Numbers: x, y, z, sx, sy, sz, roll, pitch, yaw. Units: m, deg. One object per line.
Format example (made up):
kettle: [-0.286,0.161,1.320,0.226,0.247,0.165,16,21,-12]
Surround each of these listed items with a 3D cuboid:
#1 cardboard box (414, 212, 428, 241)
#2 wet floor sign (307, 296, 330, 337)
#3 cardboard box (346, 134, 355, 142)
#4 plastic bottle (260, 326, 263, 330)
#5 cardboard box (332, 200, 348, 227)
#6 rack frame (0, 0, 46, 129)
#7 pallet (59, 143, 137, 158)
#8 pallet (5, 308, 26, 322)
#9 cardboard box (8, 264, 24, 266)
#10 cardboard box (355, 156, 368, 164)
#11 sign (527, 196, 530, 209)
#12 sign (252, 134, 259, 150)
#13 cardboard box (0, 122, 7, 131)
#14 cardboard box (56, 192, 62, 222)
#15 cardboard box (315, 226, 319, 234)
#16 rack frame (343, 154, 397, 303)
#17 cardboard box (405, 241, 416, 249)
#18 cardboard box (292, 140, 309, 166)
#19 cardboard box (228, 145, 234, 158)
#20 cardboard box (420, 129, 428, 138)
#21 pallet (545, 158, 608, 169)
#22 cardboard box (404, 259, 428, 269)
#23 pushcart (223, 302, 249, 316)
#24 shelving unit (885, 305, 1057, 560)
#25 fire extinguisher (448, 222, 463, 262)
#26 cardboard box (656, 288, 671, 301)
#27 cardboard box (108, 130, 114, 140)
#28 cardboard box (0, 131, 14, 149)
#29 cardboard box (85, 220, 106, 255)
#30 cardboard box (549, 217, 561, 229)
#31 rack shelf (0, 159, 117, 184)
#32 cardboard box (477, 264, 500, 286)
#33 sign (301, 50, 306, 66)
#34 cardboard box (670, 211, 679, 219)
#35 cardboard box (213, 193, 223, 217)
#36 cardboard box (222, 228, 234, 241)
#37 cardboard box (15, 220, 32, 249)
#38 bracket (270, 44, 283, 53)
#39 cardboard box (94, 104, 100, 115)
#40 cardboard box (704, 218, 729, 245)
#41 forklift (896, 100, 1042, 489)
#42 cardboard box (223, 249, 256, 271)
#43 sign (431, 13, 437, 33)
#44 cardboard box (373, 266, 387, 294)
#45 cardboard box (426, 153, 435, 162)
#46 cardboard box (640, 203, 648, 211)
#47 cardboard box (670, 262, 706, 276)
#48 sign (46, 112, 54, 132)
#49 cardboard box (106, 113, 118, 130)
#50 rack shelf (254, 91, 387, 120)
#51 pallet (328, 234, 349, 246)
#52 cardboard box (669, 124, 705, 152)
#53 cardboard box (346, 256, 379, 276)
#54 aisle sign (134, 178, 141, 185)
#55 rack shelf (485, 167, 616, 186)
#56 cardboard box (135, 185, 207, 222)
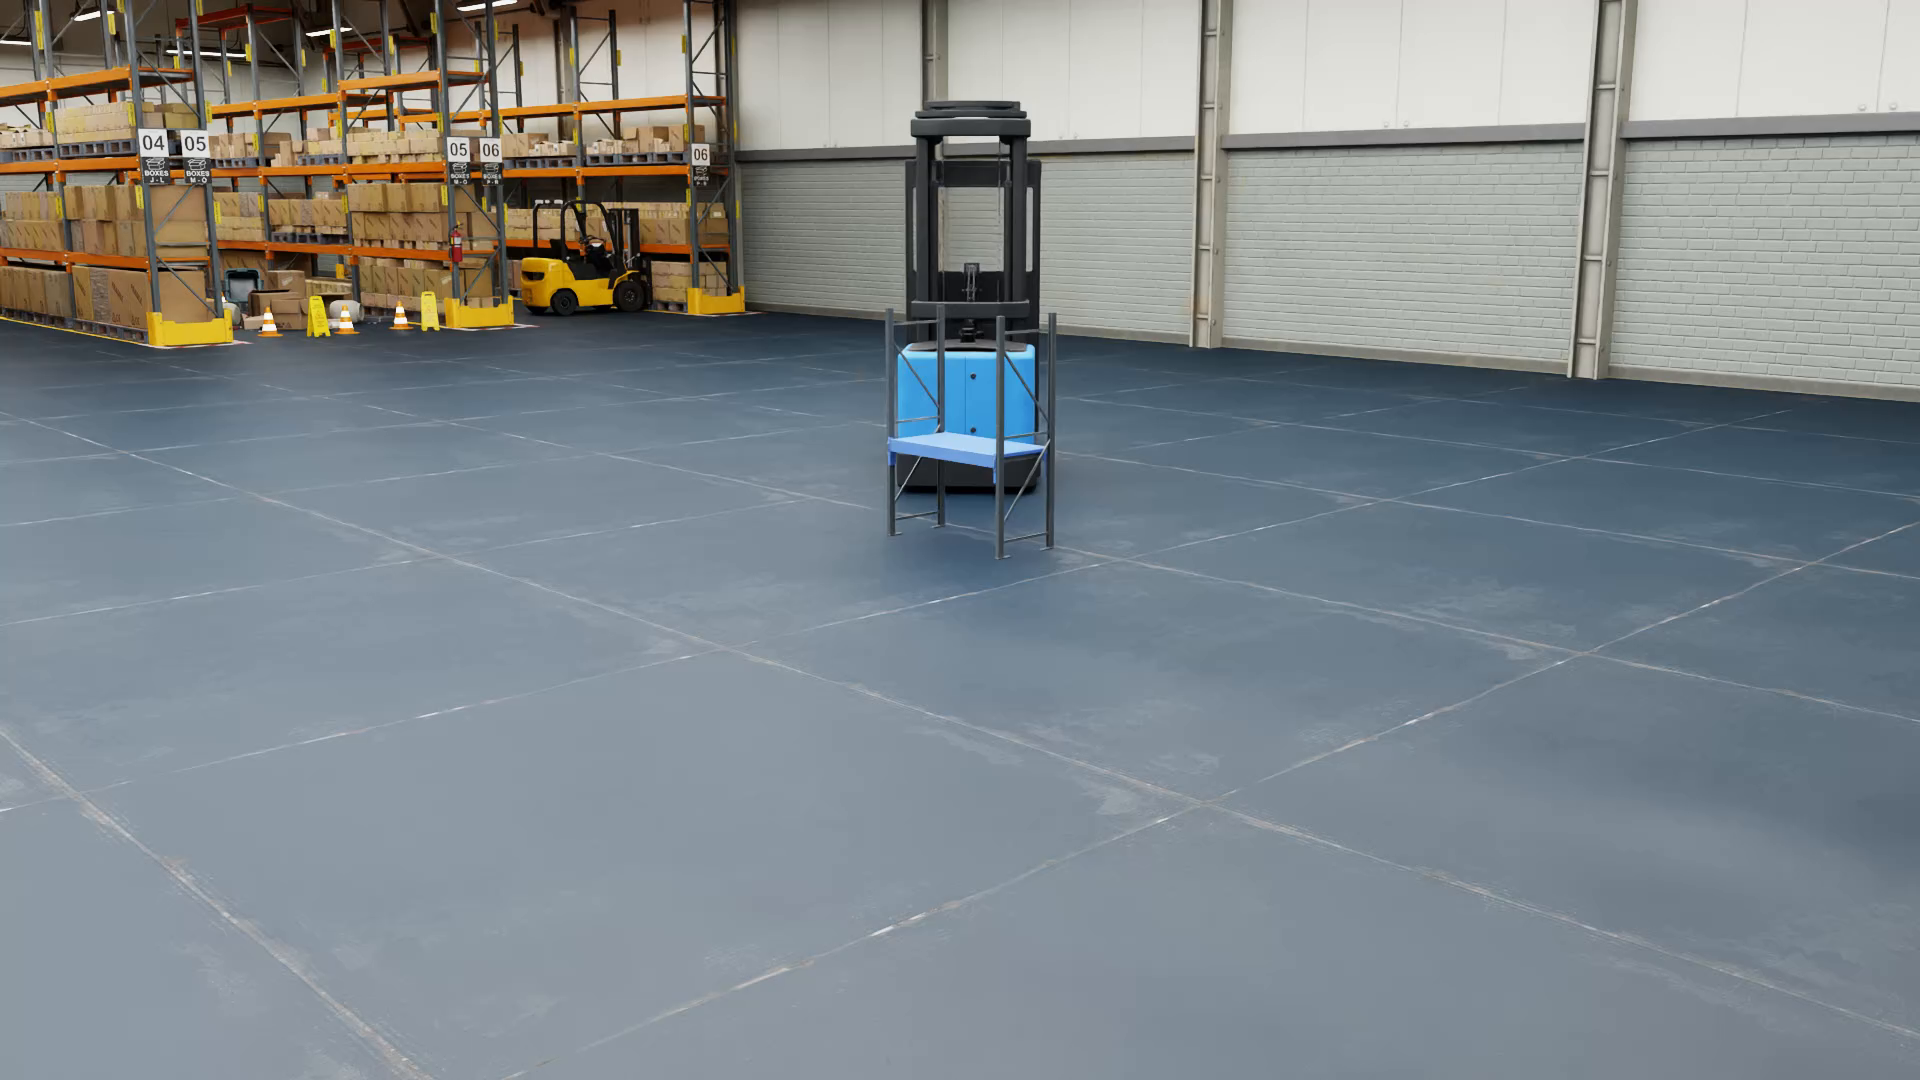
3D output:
cardboard box: [-9.261,-5.519,29.283,0.500,0.500,0.500,-11,16,-42]
wet floor sign: [-10.403,-3.624,26.904,0.232,0.644,0.267,8,14,35]
cardboard box: [-11.126,-7.439,30.799,0.380,0.149,0.250,-11,16,-44]
plastic bottle: [-11.775,-3.594,28.203,0.283,0.061,0.133,6,13,26]
cardboard box: [-11.592,-6.230,31.690,0.500,0.500,0.500,-11,16,-44]
rack frame: [-17.380,-8.612,30.409,1.000,3.000,0.127,-11,16,-43]
pallet: [-14.060,-6.394,27.301,1.003,0.211,1.213,-11,16,-43]
pallet: [-16.890,-4.182,30.687,1.003,0.211,1.213,-11,16,-43]
cardboard box: [-18.042,-5.085,31.456,0.500,0.250,0.500,11,16,44]
cardboard box: [-10.931,-7.014,30.712,0.380,0.149,0.250,-11,16,-42]
sign: [-9.883,-7.715,38.055,0.100,0.325,0.005,-11,16,-43]
sign: [-14.276,-8.063,33.702,0.100,0.325,0.005,-11,16,-43]
cardboard box: [-17.847,-7.589,30.736,0.396,0.266,0.258,-11,16,-43]
cardboard box: [-14.965,-5.700,28.418,0.700,0.500,0.500,-11,16,-44]
cardboard box: [-12.356,-6.064,32.494,0.380,0.149,0.250,-11,16,-43]
rack frame: [-11.107,-5.794,31.601,1.000,3.000,0.127,-11,16,-43]
cardboard box: [-9.692,-5.289,29.772,0.380,0.149,0.250,-11,16,-43]
cardboard box: [-12.795,-7.679,33.060,0.797,0.503,0.637,-11,16,-43]
cardboard box: [-15.074,-8.139,34.842,0.258,0.266,0.396,11,16,44]
cardboard box: [-9.132,-7.033,28.826,0.380,0.149,0.250,-11,16,-43]
pallet: [-8.138,-7.989,35.294,1.217,0.209,0.805,11,16,43]
cardboard box: [-9.741,-4.955,29.835,0.380,0.149,0.250,-10,15,-40]
pushcart: [-12.722,-4.185,30.288,0.936,0.377,1.648,6,13,26]
shelving unit: [0.059,-0.722,10.700,0.538,1.500,1.048,-11,16,-43]
fire extinguisher: [-8.599,-5.091,28.382,0.296,0.674,0.183,-11,16,-43]
cardboard box: [-5.647,-4.860,32.840,0.500,0.250,0.500,-11,16,-43]
cardboard box: [-12.855,-6.219,25.564,0.380,0.149,0.250,-11,16,-42]
cardboard box: [-17.039,-7.217,30.007,0.500,0.311,0.500,-11,16,-42]
cardboard box: [-13.670,-4.938,27.076,0.875,0.550,0.550,-11,16,-43]
cardboard box: [-8.404,-6.768,35.460,0.500,0.250,0.500,11,16,44]
rack shelf: [-15.999,-6.498,29.368,1.077,0.370,4.000,-11,16,-43]
cardboard box: [-10.729,-6.083,38.158,0.500,0.500,0.500,-10,15,-41]
sign: [-13.484,-9.889,34.101,0.100,0.325,0.005,-11,16,-43]
cardboard box: [-5.397,-6.314,32.269,0.380,0.149,0.250,-11,16,-42]
cardboard box: [-15.820,-7.252,35.952,0.500,0.500,0.500,11,16,44]
cardboard box: [-15.479,-6.561,35.693,0.500,0.250,0.500,-11,16,-43]
cardboard box: [-16.564,-5.472,29.788,0.500,0.500,0.500,-11,16,-43]
bracket: [-19.197,-13.815,46.745,0.235,0.232,0.430,-11,16,-43]
cardboard box: [-13.211,-6.685,25.848,0.380,0.149,0.250,-11,16,-43]
cardboard box: [-4.899,-6.062,32.656,0.500,0.500,0.500,-10,15,-41]
forklift: [0.117,-2.072,13.704,1.130,2.935,3.031,1,12,3]
cardboard box: [-15.516,-5.917,36.420,0.875,0.875,0.875,-10,15,-41]
sign: [-8.760,-8.609,27.691,0.100,0.325,0.005,-11,16,-43]
cardboard box: [-10.517,-4.820,30.788,0.500,0.500,0.500,-10,15,-40]
cardboard box: [-8.989,-6.601,28.708,0.380,0.149,0.250,-11,16,-42]
cardboard box: [-6.111,-6.610,32.969,0.380,0.149,0.250,-10,16,-41]
cardboard box: [-5.301,-5.275,32.377,0.500,0.250,0.500,-10,15,-41]
sign: [-15.003,-6.889,27.421,0.100,0.325,0.005,-11,16,-43]
cardboard box: [-12.740,-6.407,25.490,0.500,0.250,0.500,-11,16,-42]
rack shelf: [-12.488,-8.476,32.525,1.077,0.370,4.000,-11,16,-43]
pallet: [-11.530,-5.832,32.260,1.003,0.211,1.213,-11,16,-43]
cardboard box: [-5.239,-7.706,31.911,0.500,0.500,0.500,-10,15,-41]
cardboard box: [-15.453,-7.118,43.174,0.637,0.503,0.797,11,16,43]
aisle sign: [-19.654,-8.789,39.694,0.394,0.787,0.004,-11,16,-43]
rack shelf: [-8.901,-7.895,36.148,1.077,0.370,4.000,-11,16,-43]
cardboard box: [-12.083,-5.168,25.513,0.875,0.550,0.550,-11,16,-43]
